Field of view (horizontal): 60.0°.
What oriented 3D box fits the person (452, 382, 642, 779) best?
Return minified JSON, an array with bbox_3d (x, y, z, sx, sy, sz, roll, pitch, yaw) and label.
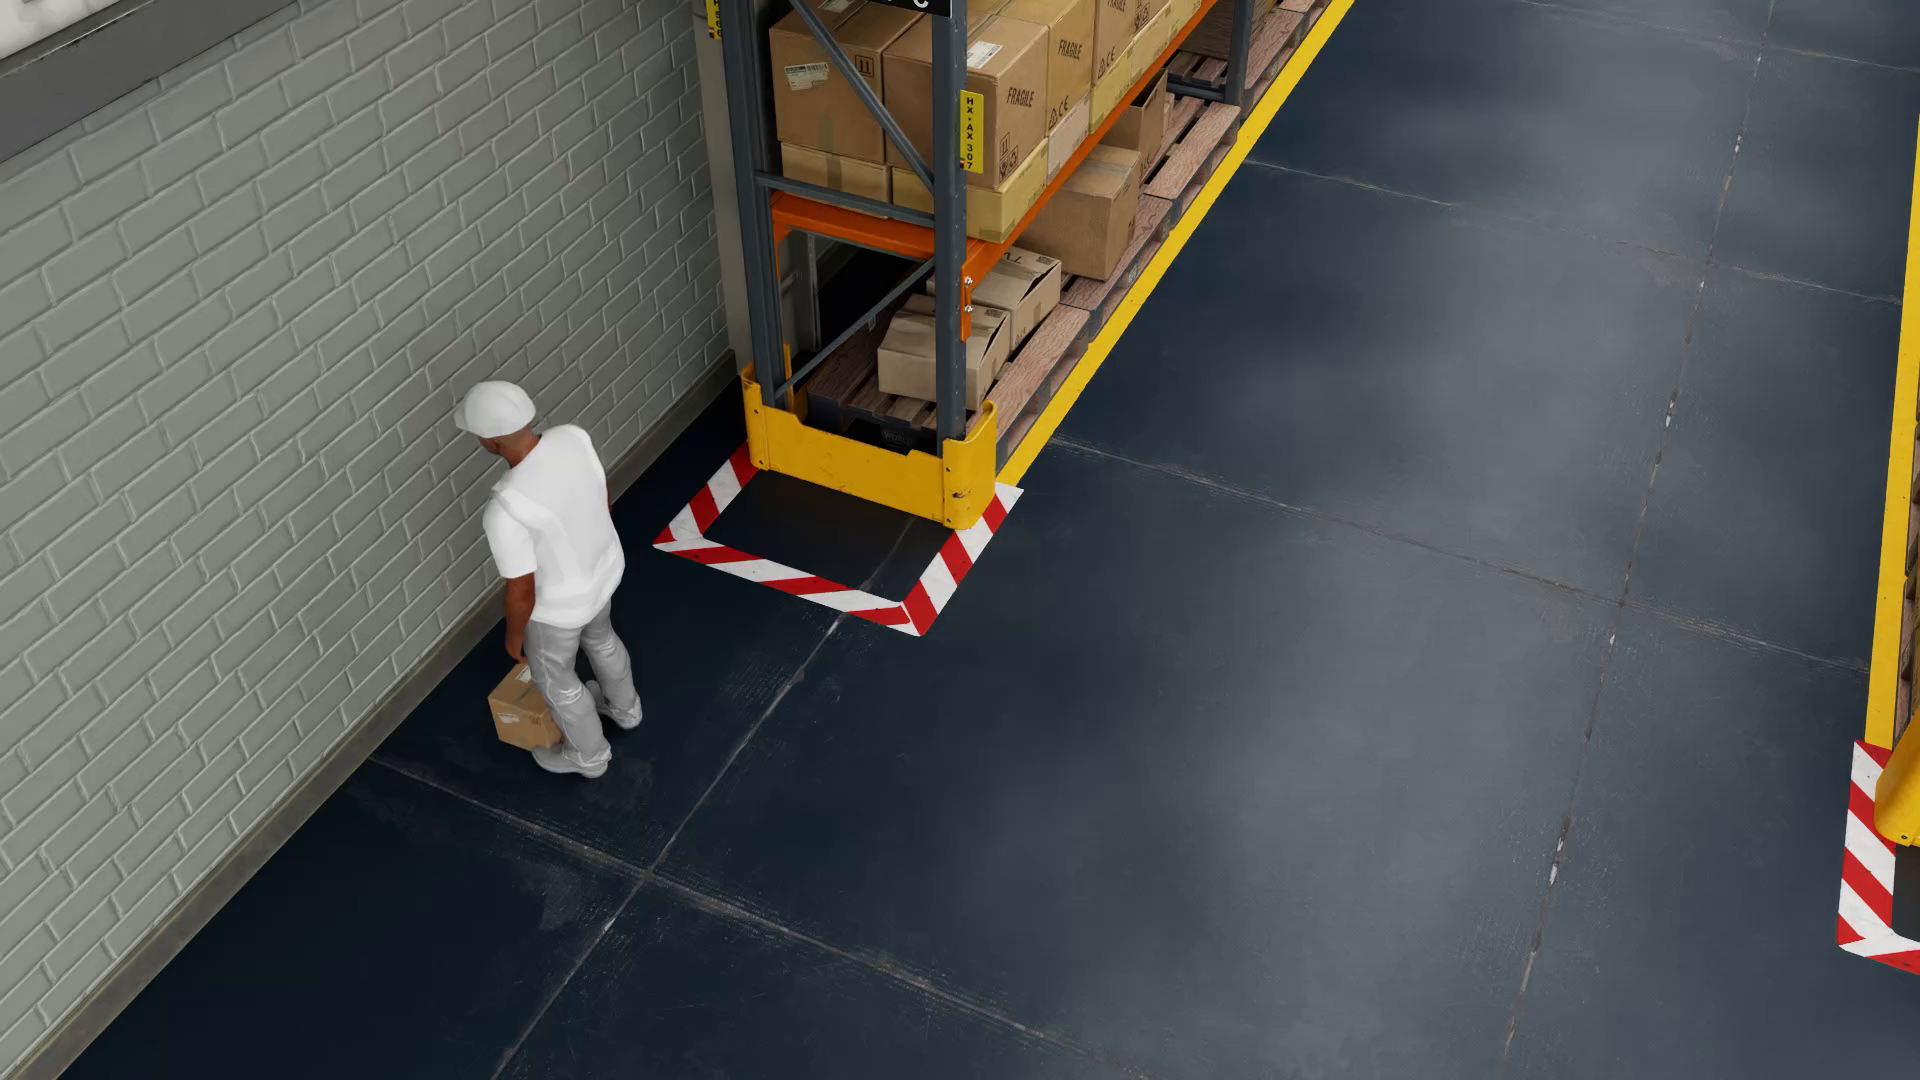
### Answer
[{"bbox_3d":[-1.452,0.153,5.975,0.462,1.759,0.627,15,44,16],"label":"person"}]
